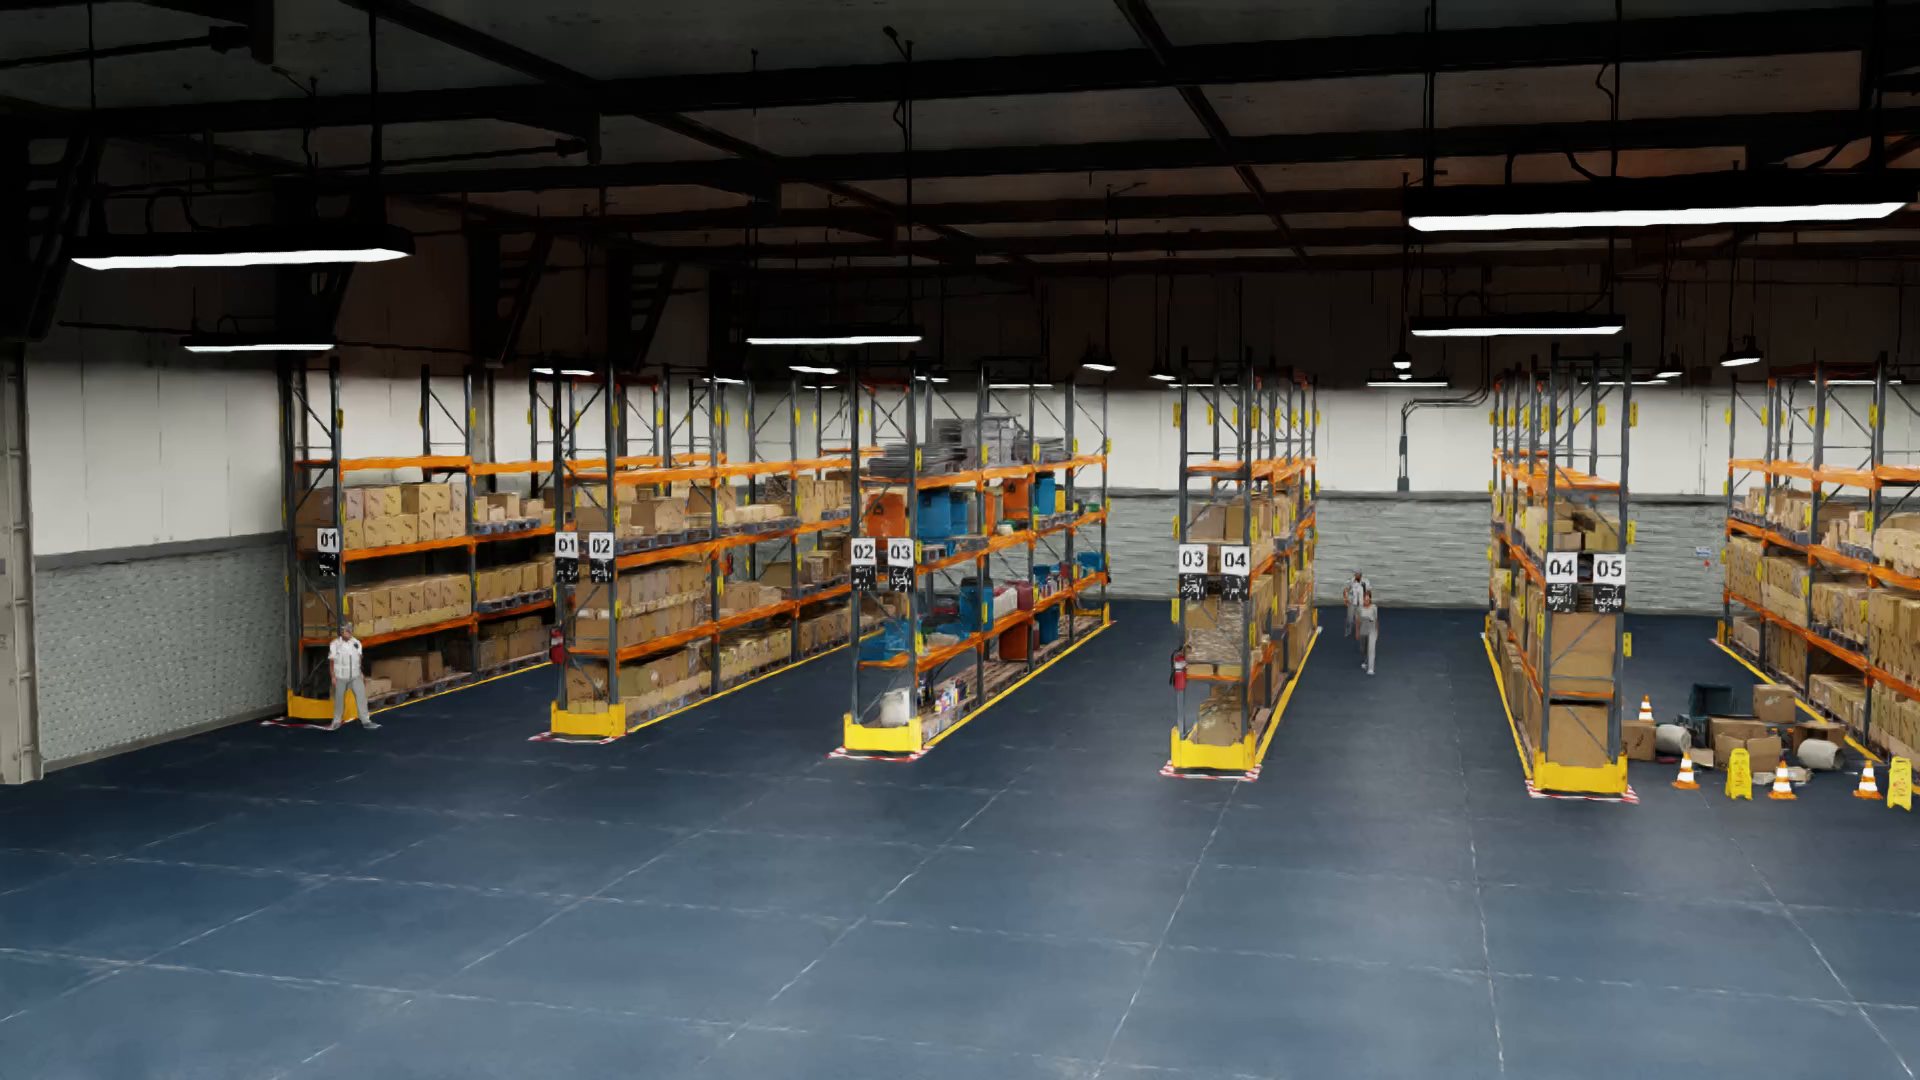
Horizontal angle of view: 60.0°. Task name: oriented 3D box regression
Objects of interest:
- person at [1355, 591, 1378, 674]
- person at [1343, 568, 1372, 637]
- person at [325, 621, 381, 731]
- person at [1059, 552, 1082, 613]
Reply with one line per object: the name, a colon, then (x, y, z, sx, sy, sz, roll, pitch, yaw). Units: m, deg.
person: (7.972, 1.796, 32.634, 0.446, 1.590, 1.109, 1, 4, 18)
person: (9.031, 1.433, 37.788, 0.625, 1.611, 0.575, 1, 4, 13)
person: (-9.751, 2.162, 26.593, 0.769, 1.753, 0.585, -3, 5, -37)
person: (2.840, 1.047, 42.312, 0.509, 1.718, 0.723, -1, 4, -14)
